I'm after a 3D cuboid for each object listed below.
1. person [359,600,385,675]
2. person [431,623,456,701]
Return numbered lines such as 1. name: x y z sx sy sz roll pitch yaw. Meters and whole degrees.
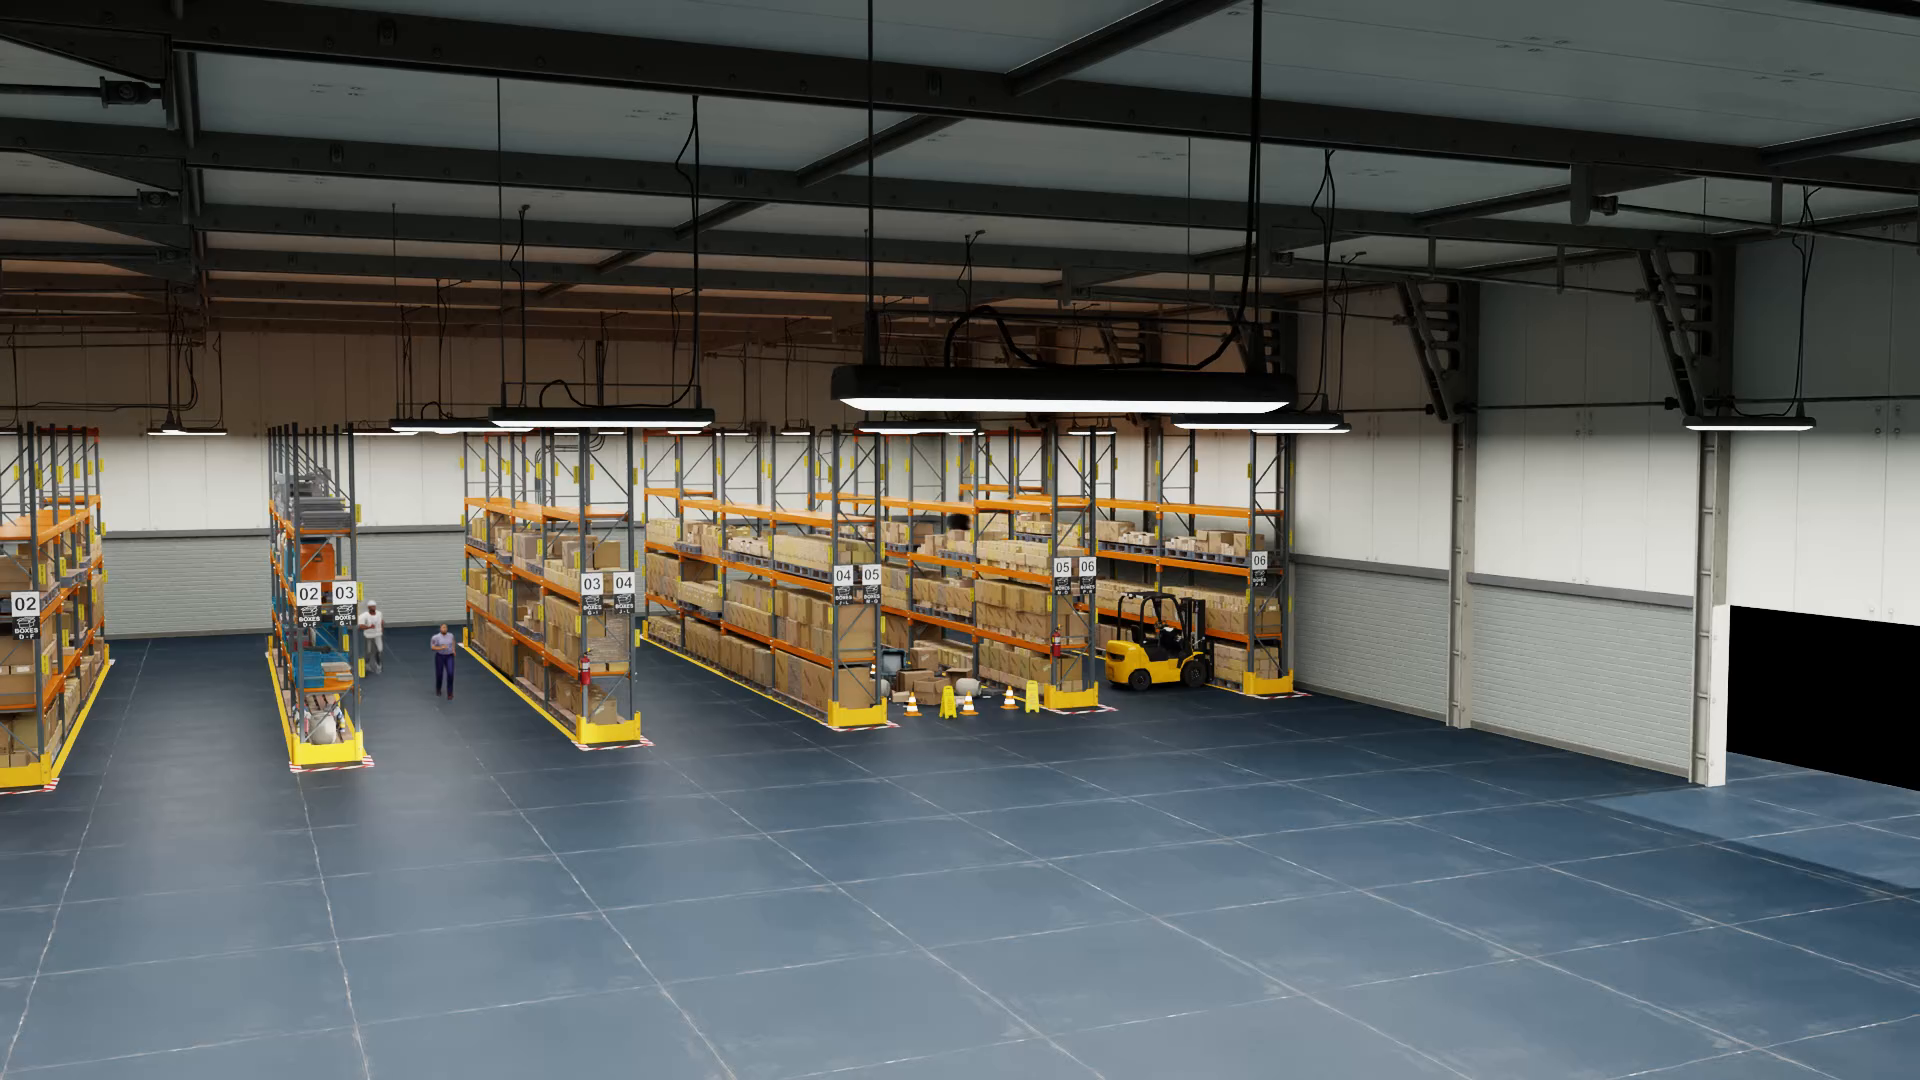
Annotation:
1. person: -14.274 2.374 40.413 0.658 1.823 0.849 -2 4 -34
2. person: -11.376 2.655 36.612 0.556 1.695 0.855 -2 4 -26
